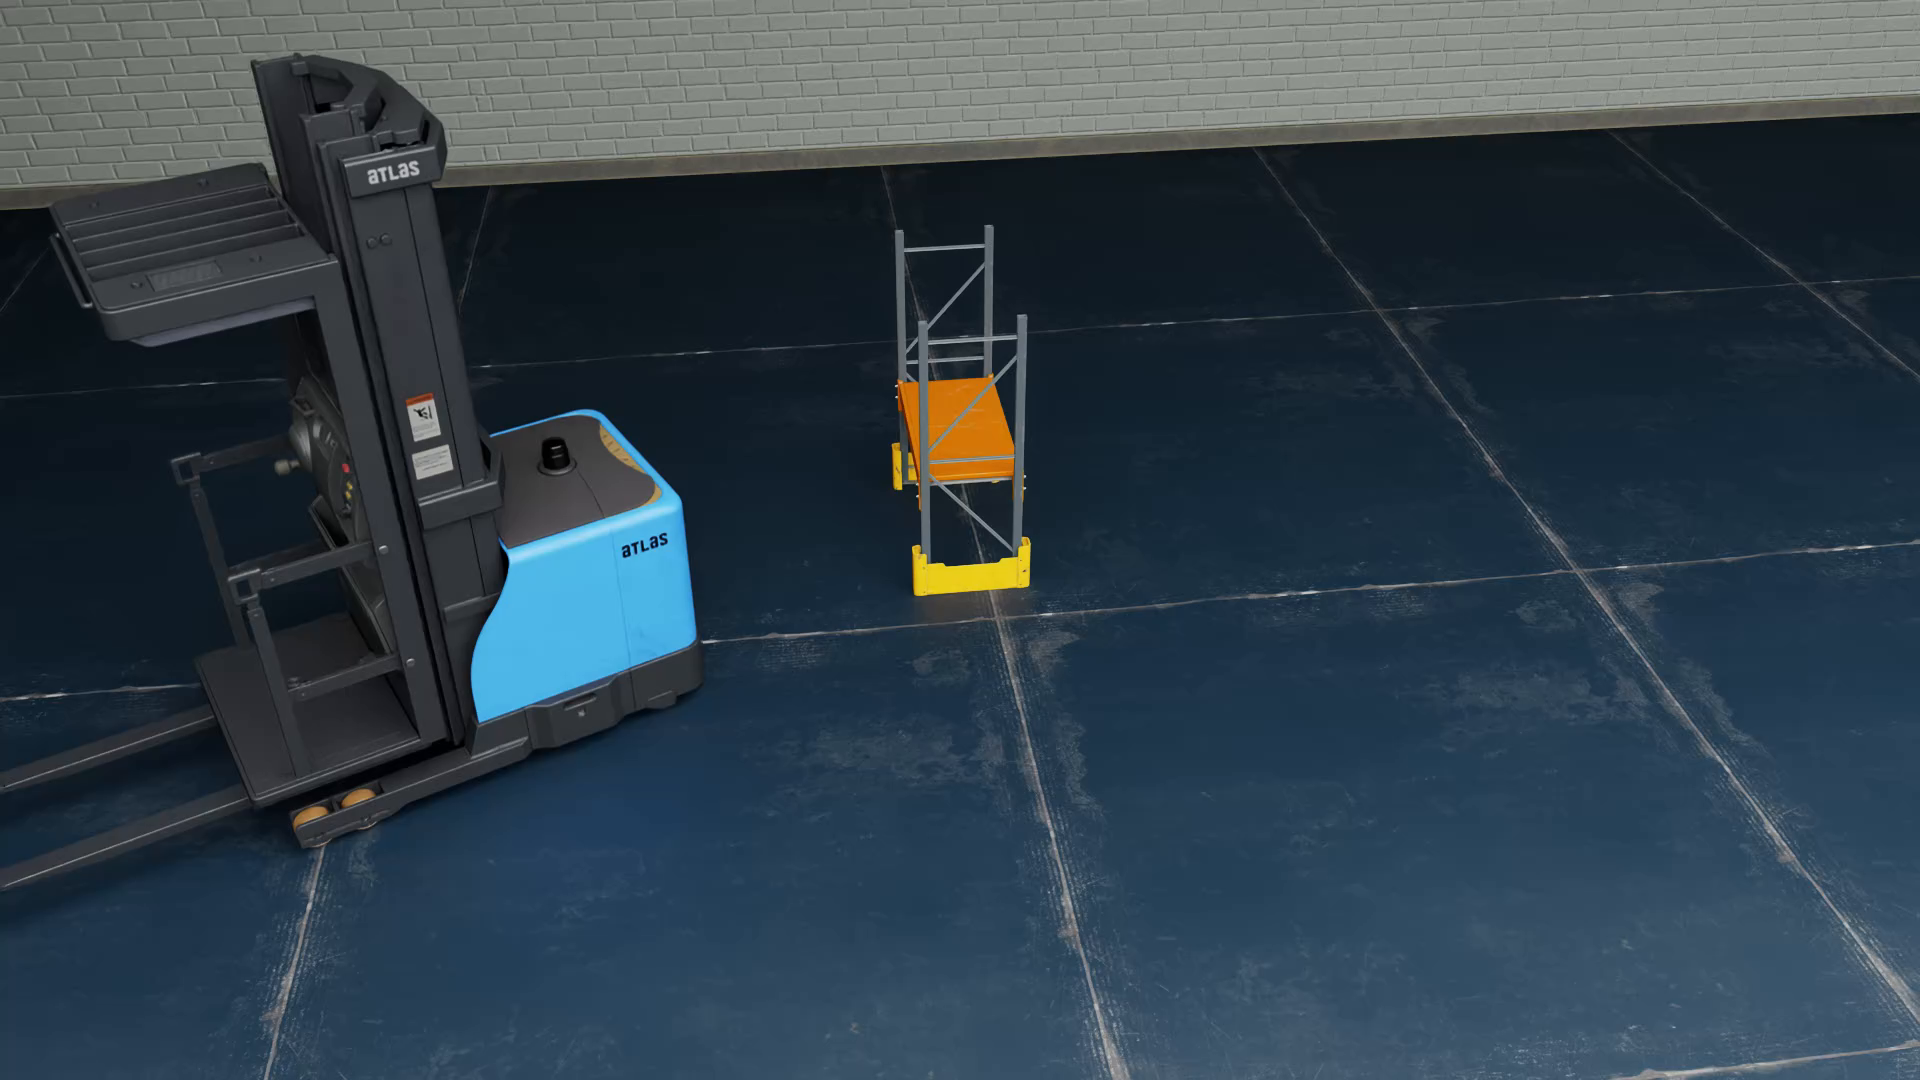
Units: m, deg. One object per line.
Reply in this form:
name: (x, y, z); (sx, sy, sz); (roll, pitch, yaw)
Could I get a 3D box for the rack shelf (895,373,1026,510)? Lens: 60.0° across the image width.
rack shelf: (-0.011, -0.519, 8.499); (0.538, 0.185, 1.000); (-4, 35, -6)

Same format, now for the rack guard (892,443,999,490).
rack guard: (-0.077, -0.424, 9.150); (0.587, 0.250, 0.087); (-4, 35, -6)

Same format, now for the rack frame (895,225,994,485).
rack frame: (-0.080, -0.951, 8.814); (0.500, 1.500, 0.032); (-4, 35, -6)

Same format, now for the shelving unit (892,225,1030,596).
shelving unit: (-0.010, -0.662, 8.390); (0.587, 1.500, 1.083); (-4, 35, -6)

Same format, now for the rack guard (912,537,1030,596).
rack guard: (0.057, 0.132, 8.334); (0.587, 0.250, 0.087); (-4, 35, -6)

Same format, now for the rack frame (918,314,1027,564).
rack frame: (0.057, -0.384, 7.981); (0.500, 1.500, 0.032); (-4, 35, -6)

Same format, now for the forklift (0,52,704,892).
forklift: (-2.698, -0.281, 6.560); (3.031, 2.935, 1.130); (-20, 39, -27)
